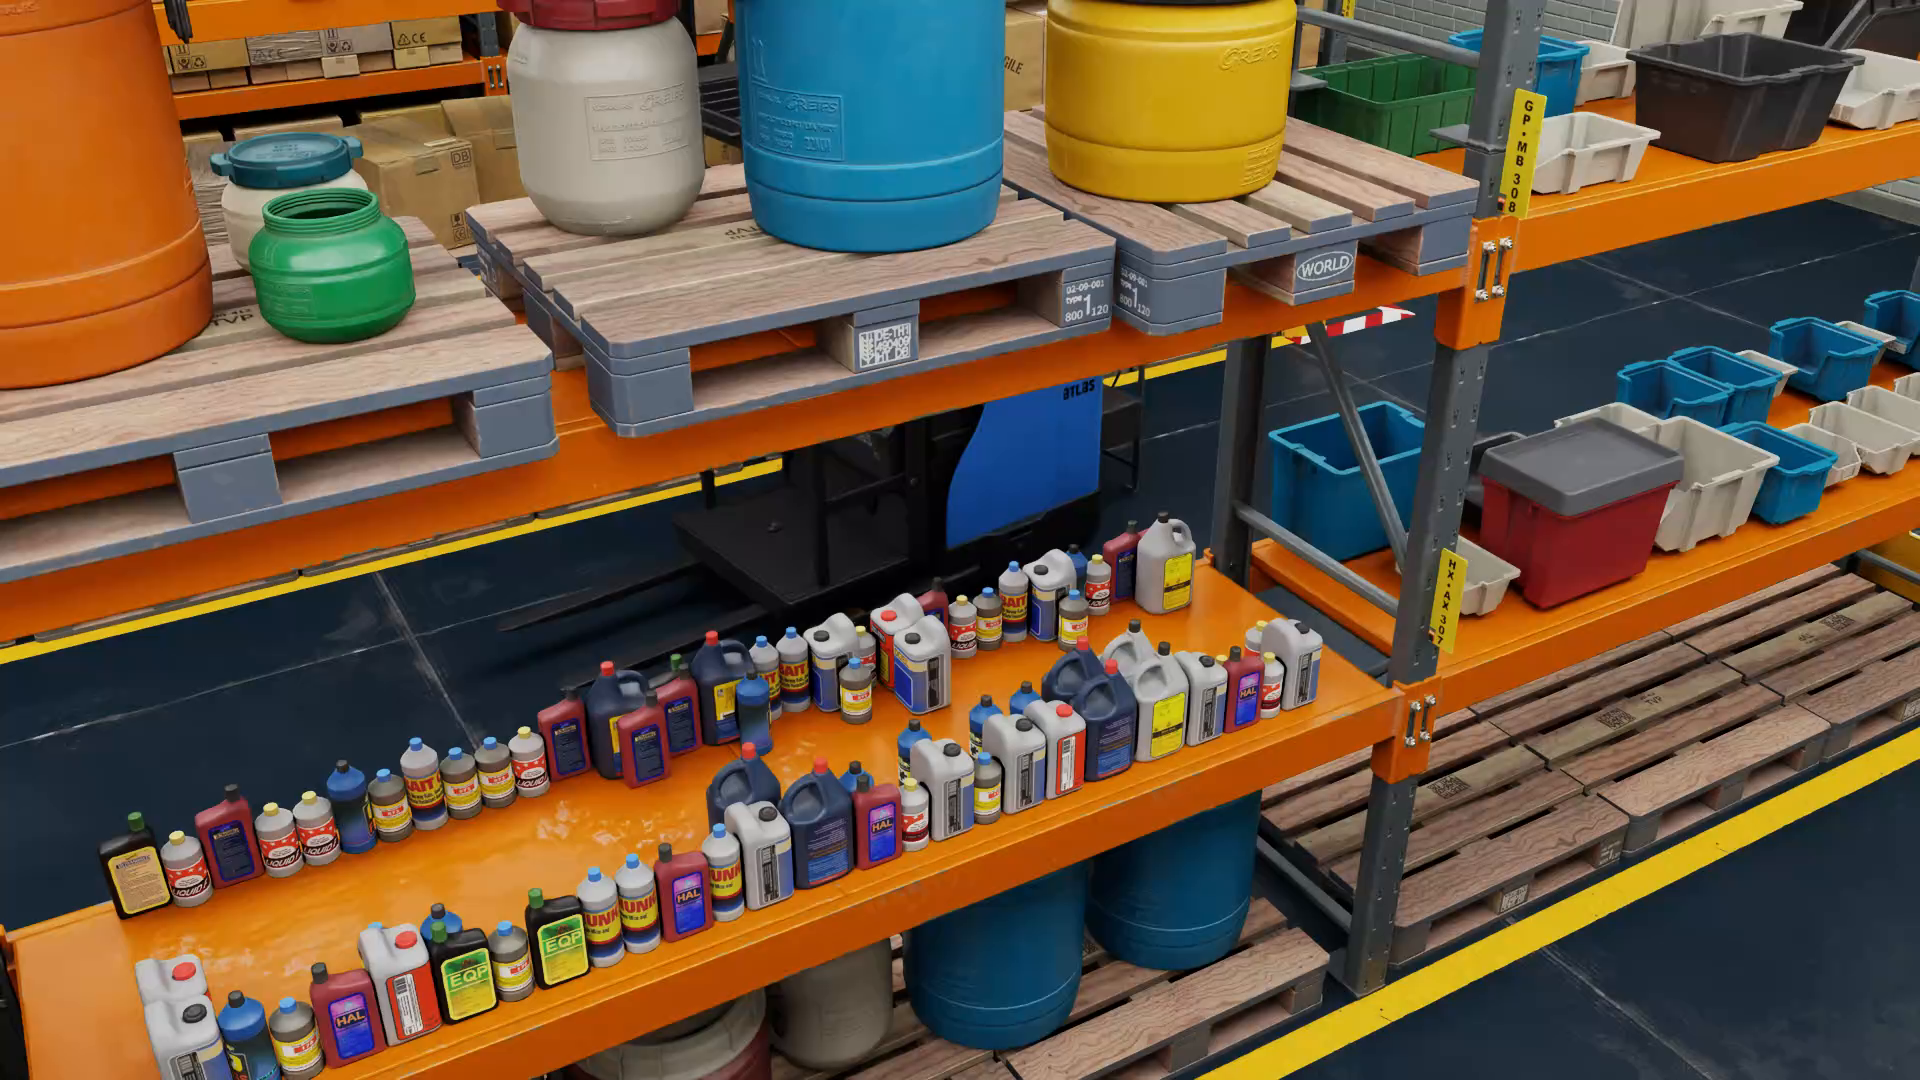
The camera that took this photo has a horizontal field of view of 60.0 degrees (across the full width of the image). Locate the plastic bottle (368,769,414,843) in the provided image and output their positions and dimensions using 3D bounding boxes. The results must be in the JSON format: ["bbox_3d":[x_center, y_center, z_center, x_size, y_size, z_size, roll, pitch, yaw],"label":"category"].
[{"bbox_3d":[-1.561,0.718,4.550,0.097,0.201,0.097,0,29,0],"label":"plastic bottle"}]

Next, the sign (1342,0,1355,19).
[{"bbox_3d":[2.402,-3.376,10.237,0.005,0.325,0.100,-16,33,-26],"label":"sign"}]

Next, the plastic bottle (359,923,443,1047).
[{"bbox_3d":[-1.318,1.026,3.915,0.135,0.276,0.152,-16,33,-26],"label":"plastic bottle"}]

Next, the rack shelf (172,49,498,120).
[{"bbox_3d":[-5.548,-3.245,12.271,4.000,0.370,1.077,-16,33,-26],"label":"rack shelf"}]

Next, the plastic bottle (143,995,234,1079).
[{"bbox_3d":[-1.717,1.139,3.709,0.135,0.276,0.152,-16,33,-26],"label":"plastic bottle"}]

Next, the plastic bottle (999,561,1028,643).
[{"bbox_3d":[0.174,0.195,5.426,0.097,0.271,0.097,0,29,0],"label":"plastic bottle"}]

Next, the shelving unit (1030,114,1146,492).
[{"bbox_3d":[0.669,-1.187,8.728,0.503,2.100,0.431,-21,35,-33],"label":"shelving unit"}]

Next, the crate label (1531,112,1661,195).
[{"bbox_3d":[1.764,-1.120,4.844,0.466,0.136,0.293,-16,33,-26],"label":"crate label"}]

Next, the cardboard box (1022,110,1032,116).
[{"bbox_3d":[0.139,-2.290,9.692,0.500,0.500,0.500,-16,33,-27],"label":"cardboard box"}]

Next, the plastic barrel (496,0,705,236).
[{"bbox_3d":[-0.801,-0.997,3.772,0.433,0.535,0.433,0,29,0],"label":"plastic barrel"}]

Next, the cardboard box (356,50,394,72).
[{"bbox_3d":[-4.424,-3.632,12.466,0.250,0.149,0.380,-15,32,-25],"label":"cardboard box"}]

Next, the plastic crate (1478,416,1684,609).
[{"bbox_3d":[2.092,-0.091,5.682,0.583,0.464,0.402,-16,33,-26],"label":"plastic crate"}]

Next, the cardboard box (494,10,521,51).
[{"bbox_3d":[-3.348,-4.307,13.140,0.700,0.700,0.980,-15,32,-26],"label":"cardboard box"}]

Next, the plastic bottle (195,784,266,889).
[{"bbox_3d":[-1.922,0.774,4.363,0.133,0.283,0.061,-16,33,-26],"label":"plastic bottle"}]

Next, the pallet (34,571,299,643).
[{"bbox_3d":[-4.097,0.046,8.449,1.213,0.211,1.003,-16,33,-26],"label":"pallet"}]

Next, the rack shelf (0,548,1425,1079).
[{"bbox_3d":[-0.529,0.882,4.792,4.000,0.370,1.077,-16,33,-26],"label":"rack shelf"}]

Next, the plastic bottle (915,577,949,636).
[{"bbox_3d":[-0.103,0.258,5.299,0.133,0.283,0.061,-16,33,-26],"label":"plastic bottle"}]

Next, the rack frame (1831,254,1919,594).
[{"bbox_3d":[4.644,-0.902,7.280,0.127,3.000,1.000,-16,33,-26],"label":"rack frame"}]

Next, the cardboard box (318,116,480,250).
[{"bbox_3d":[-2.803,-1.757,8.290,0.700,0.500,0.500,26,38,38],"label":"cardboard box"}]

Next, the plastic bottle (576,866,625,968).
[{"bbox_3d":[-0.890,0.922,4.108,0.097,0.271,0.097,0,29,0],"label":"plastic bottle"}]

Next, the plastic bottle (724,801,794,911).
[{"bbox_3d":[-0.521,0.800,4.324,0.135,0.276,0.152,-16,33,-26],"label":"plastic bottle"}]

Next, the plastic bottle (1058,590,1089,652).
[{"bbox_3d":[0.367,0.256,5.388,0.097,0.201,0.097,0,29,0],"label":"plastic bottle"}]

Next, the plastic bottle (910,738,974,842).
[{"bbox_3d":[-0.047,0.665,4.569,0.135,0.276,0.152,-16,33,-26],"label":"plastic bottle"}]

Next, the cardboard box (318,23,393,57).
[{"bbox_3d":[-4.529,-3.886,12.254,0.500,0.500,0.500,-16,32,-26],"label":"cardboard box"}]

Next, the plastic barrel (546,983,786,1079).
[{"bbox_3d":[-0.867,1.525,4.943,0.708,0.588,0.600,-16,33,-26],"label":"plastic barrel"}]

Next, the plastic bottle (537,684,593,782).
[{"bbox_3d":[-1.135,0.551,4.768,0.133,0.283,0.061,-16,33,-26],"label":"plastic bottle"}]

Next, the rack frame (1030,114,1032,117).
[{"bbox_3d":[0.478,-1.113,8.595,0.015,2.100,0.400,-21,35,-33],"label":"rack frame"}]

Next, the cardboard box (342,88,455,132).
[{"bbox_3d":[-4.318,-3.079,13.016,0.750,0.750,0.750,-15,32,-26],"label":"cardboard box"}]

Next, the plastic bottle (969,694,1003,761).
[{"bbox_3d":[0.074,0.563,4.758,0.097,0.271,0.097,0,29,0],"label":"plastic bottle"}]

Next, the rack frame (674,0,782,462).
[{"bbox_3d":[-1.311,-1.987,9.246,0.127,3.000,1.000,-16,33,-26],"label":"rack frame"}]

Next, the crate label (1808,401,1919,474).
[{"bbox_3d":[3.548,-0.394,6.571,0.243,0.136,0.396,-16,33,-26],"label":"crate label"}]

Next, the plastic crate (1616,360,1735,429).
[{"bbox_3d":[2.870,-0.536,6.728,0.300,0.233,0.416,-16,33,-26],"label":"plastic crate"}]

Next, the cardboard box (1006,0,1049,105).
[{"bbox_3d":[0.571,-2.846,9.664,0.500,0.500,0.500,-15,32,-25],"label":"cardboard box"}]

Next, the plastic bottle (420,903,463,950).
[{"bbox_3d":[-1.235,0.986,3.992,0.097,0.271,0.097,0,29,0],"label":"plastic bottle"}]

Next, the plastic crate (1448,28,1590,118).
[{"bbox_3d":[1.818,-1.519,5.466,0.300,0.233,0.416,-16,33,-26],"label":"plastic crate"}]

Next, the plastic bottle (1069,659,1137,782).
[{"bbox_3d":[0.409,0.505,4.781,0.185,0.351,0.144,-16,33,-26],"label":"plastic bottle"}]

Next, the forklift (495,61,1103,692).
[{"bbox_3d":[-0.733,-1.026,7.576,3.031,2.935,1.130,-21,35,-33],"label":"forklift"}]

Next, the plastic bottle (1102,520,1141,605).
[{"bbox_3d":[0.548,0.073,5.634,0.133,0.283,0.061,-16,33,-26],"label":"plastic bottle"}]

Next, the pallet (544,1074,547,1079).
[{"bbox_3d":[-1.595,2.067,4.786,1.213,0.211,1.003,-16,33,-26],"label":"pallet"}]

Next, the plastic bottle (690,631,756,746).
[{"bbox_3d":[-0.703,0.422,4.932,0.185,0.351,0.144,-16,33,-26],"label":"plastic bottle"}]

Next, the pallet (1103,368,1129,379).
[{"bbox_3d":[0.335,-1.234,10.769,1.213,0.211,1.003,-16,33,-26],"label":"pallet"}]

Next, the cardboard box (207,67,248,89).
[{"bbox_3d":[-5.324,-3.395,12.037,0.250,0.149,0.380,-15,32,-25],"label":"cardboard box"}]

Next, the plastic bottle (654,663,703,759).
[{"bbox_3d":[-0.830,0.498,4.863,0.133,0.283,0.061,-16,33,-26],"label":"plastic bottle"}]

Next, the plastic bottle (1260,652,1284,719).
[{"bbox_3d":[0.933,0.435,5.063,0.097,0.201,0.097,0,29,0],"label":"plastic bottle"}]

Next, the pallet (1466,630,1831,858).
[{"bbox_3d":[2.863,0.801,7.080,1.213,0.211,1.003,-16,33,-26],"label":"pallet"}]

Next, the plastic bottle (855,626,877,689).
[{"bbox_3d":[-0.309,0.362,5.194,0.097,0.201,0.097,0,29,0],"label":"plastic bottle"}]

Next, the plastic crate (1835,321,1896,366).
[{"bbox_3d":[3.946,-0.845,7.388,0.298,0.136,0.250,-16,33,-26],"label":"plastic crate"}]
